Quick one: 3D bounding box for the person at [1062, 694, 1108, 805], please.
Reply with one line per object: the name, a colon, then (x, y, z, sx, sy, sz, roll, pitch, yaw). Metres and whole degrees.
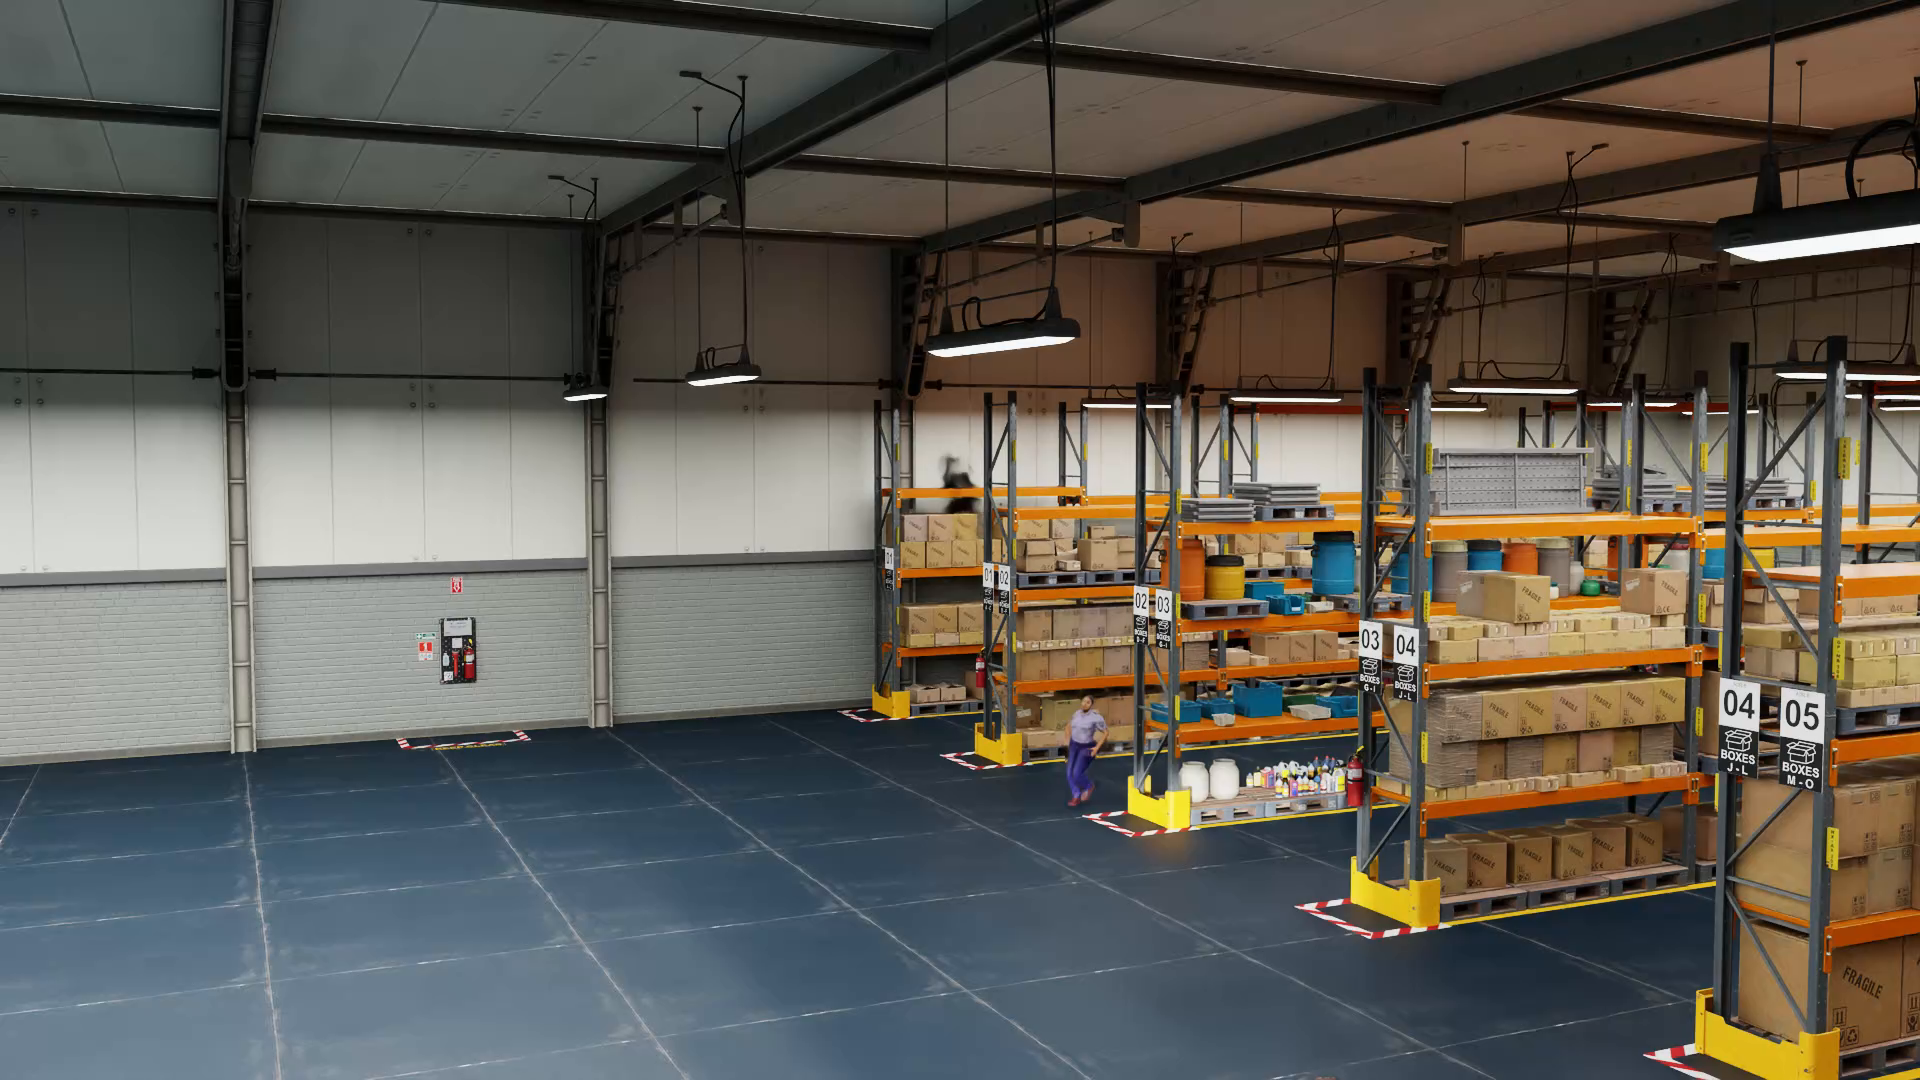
person: (1.742, 3.003, 23.649, 0.675, 1.592, 0.490, 3, 4, 41)
